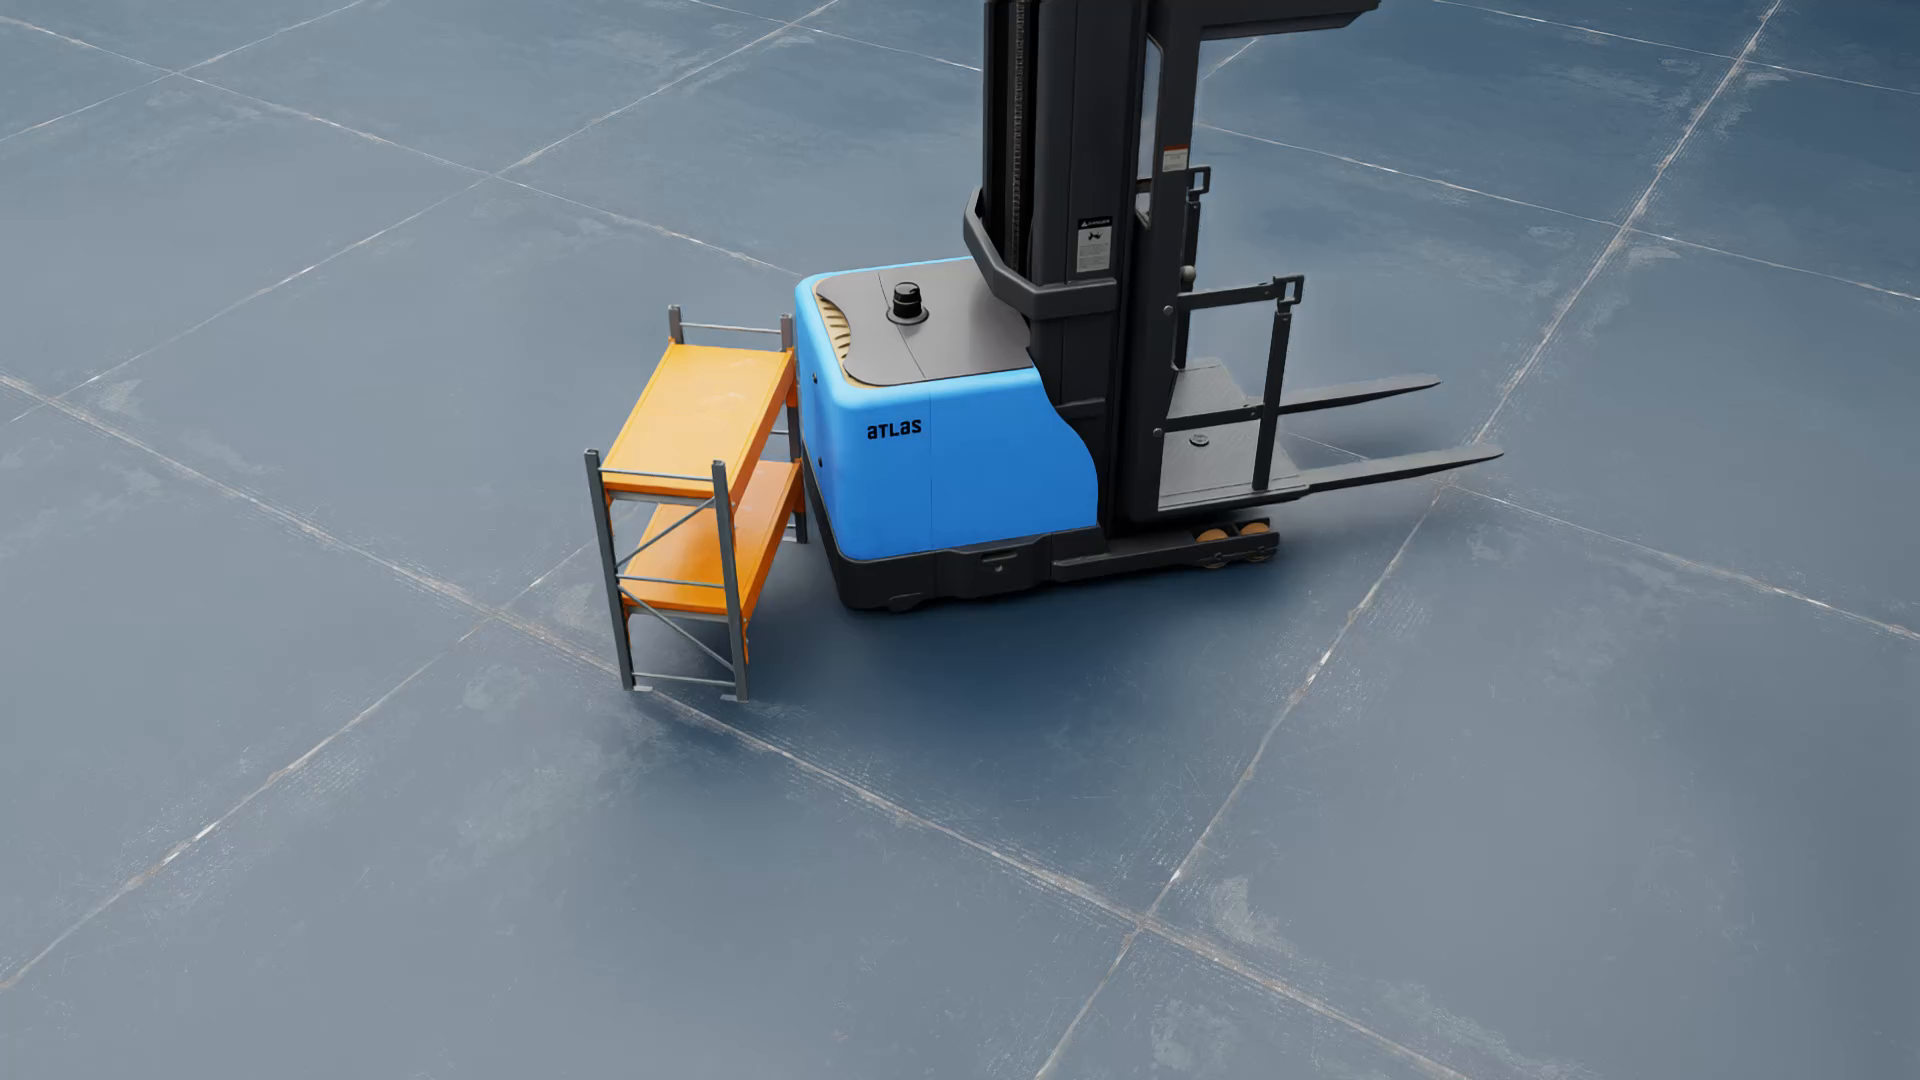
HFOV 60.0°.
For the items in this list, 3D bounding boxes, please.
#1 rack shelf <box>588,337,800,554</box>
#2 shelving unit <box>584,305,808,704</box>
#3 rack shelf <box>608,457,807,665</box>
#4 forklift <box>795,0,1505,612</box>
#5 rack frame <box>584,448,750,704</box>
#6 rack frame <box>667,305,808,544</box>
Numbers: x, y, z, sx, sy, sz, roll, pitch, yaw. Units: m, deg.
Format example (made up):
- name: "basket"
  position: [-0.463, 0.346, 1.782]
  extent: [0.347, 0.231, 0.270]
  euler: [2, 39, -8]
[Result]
- name: "rack shelf"
  position: [-0.988, -0.384, 6.347]
  extent: [0.538, 0.278, 1.000]
  euler: [5, 38, 7]
- name: "shelving unit"
  position: [-0.988, -0.152, 6.526]
  extent: [0.538, 1.125, 1.048]
  euler: [5, 38, 7]
- name: "rack shelf"
  position: [-0.988, 0.042, 6.675]
  extent: [0.538, 0.278, 1.000]
  euler: [5, 38, 7]
- name: "forklift"
  position: [0.874, -1.344, 6.593]
  extent: [3.031, 2.935, 1.130]
  euler: [-9, 38, -11]
- name: "rack frame"
  position: [-1.064, 0.155, 6.128]
  extent: [0.500, 1.125, 0.032]
  euler: [5, 38, 7]
- name: "rack frame"
  position: [-0.912, -0.459, 6.924]
  extent: [0.500, 1.125, 0.032]
  euler: [5, 38, 7]
